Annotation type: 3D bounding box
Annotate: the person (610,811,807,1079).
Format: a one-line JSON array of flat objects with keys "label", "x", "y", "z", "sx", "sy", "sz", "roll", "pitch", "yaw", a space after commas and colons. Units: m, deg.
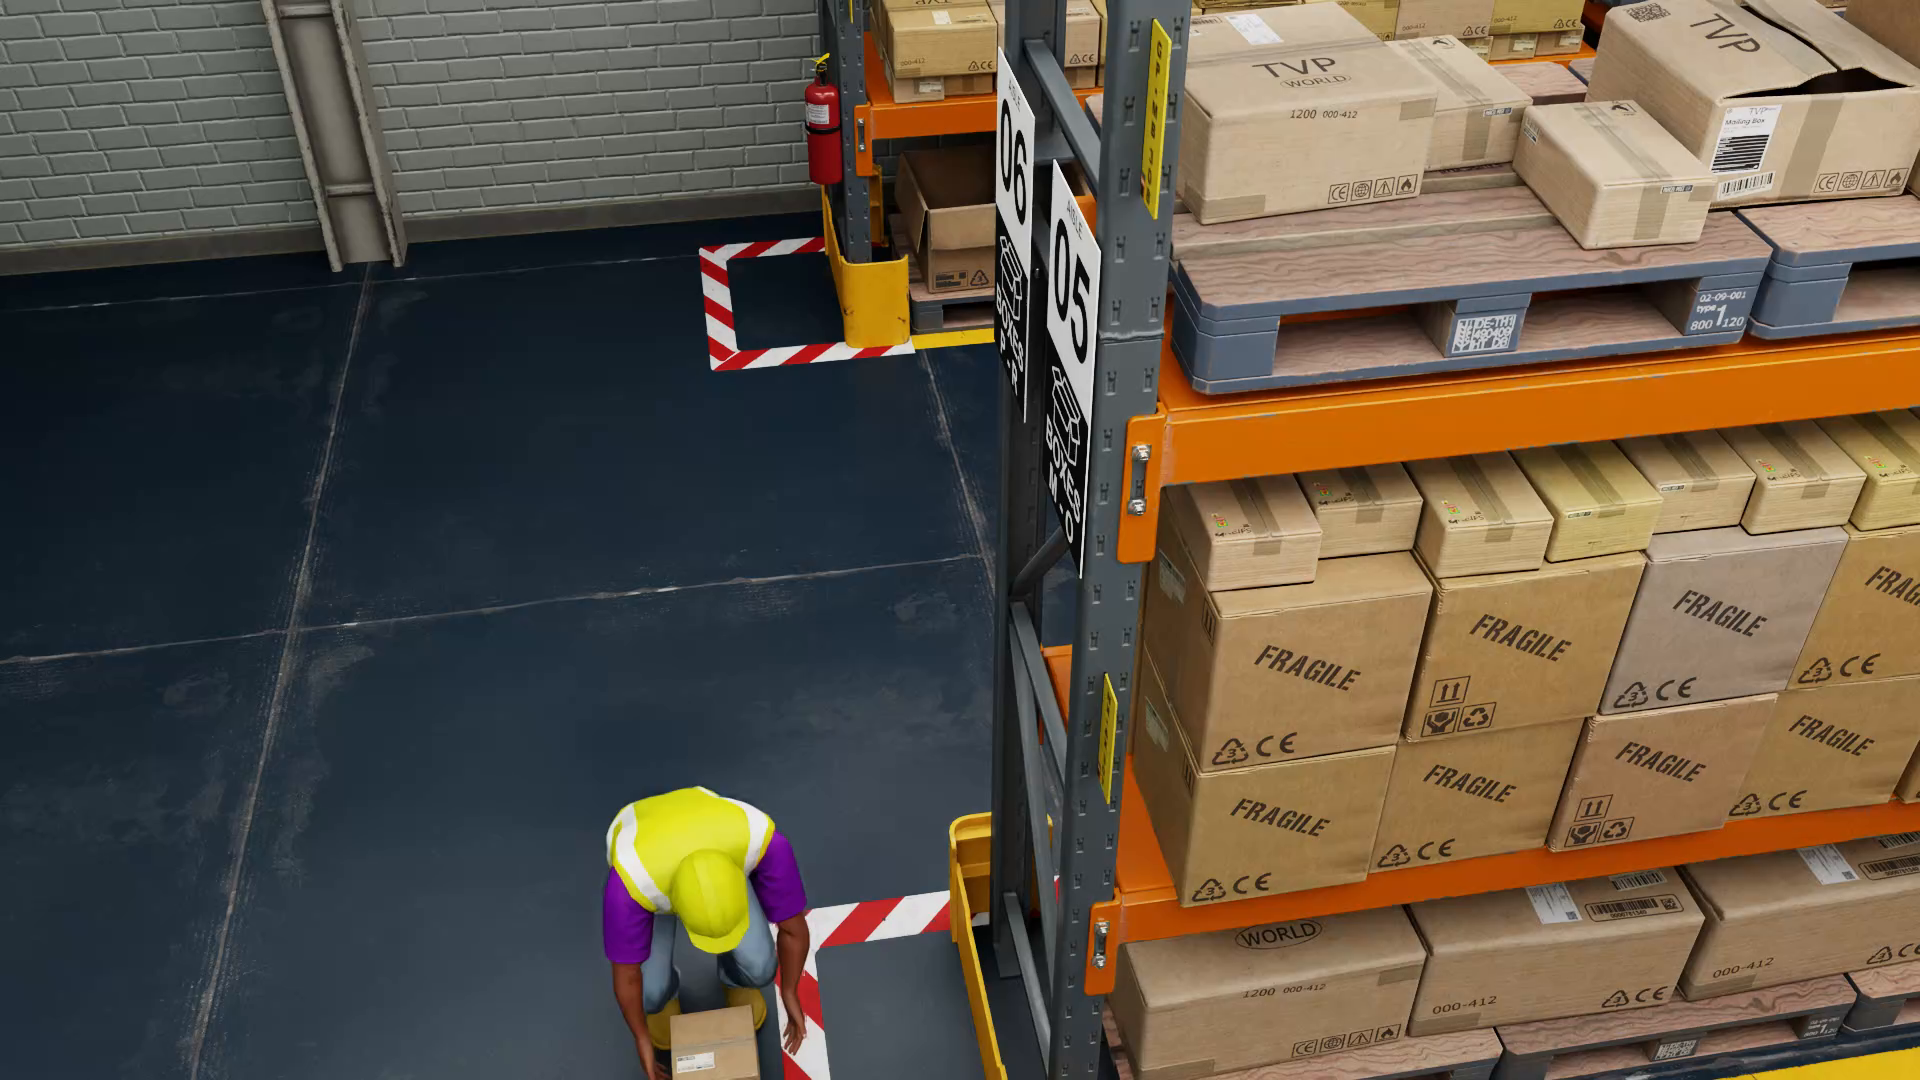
[{"label": "person", "x": -0.790, "y": 1.231, "z": 5.182, "sx": 0.583, "sy": 1.028, "sz": 0.888, "roll": -10, "pitch": 39, "yaw": -12}]
